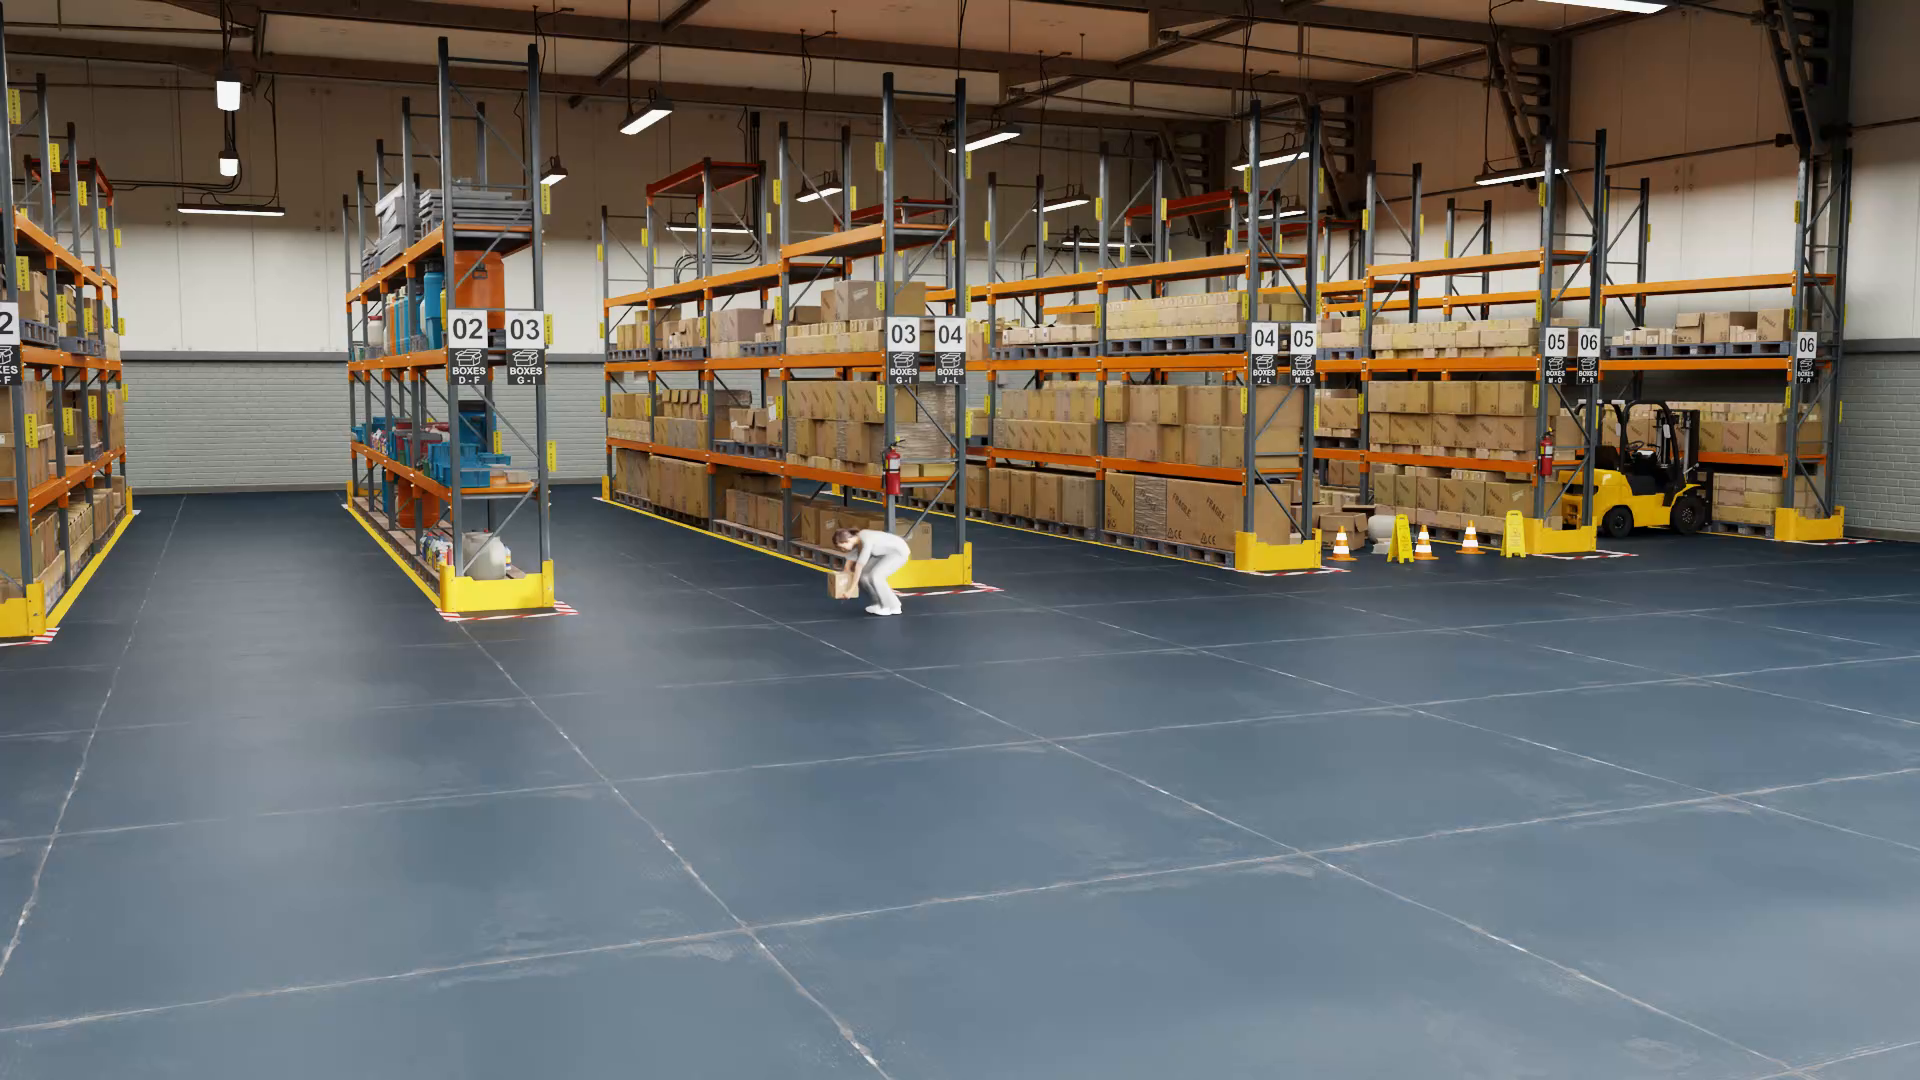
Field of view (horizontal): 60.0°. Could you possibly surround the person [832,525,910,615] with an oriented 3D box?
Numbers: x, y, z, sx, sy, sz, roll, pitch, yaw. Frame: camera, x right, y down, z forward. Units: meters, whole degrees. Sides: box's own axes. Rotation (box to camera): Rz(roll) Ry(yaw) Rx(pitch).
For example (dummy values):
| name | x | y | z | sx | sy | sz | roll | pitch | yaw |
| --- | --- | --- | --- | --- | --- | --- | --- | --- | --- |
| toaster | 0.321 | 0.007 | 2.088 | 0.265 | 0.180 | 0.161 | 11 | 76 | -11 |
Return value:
| name | x | y | z | sx | sy | sz | roll | pitch | yaw |
| --- | --- | --- | --- | --- | --- | --- | --- | --- | --- |
| person | -0.943 | 0.310 | 17.513 | 0.857 | 0.956 | 0.476 | -3 | 6 | -26 |
